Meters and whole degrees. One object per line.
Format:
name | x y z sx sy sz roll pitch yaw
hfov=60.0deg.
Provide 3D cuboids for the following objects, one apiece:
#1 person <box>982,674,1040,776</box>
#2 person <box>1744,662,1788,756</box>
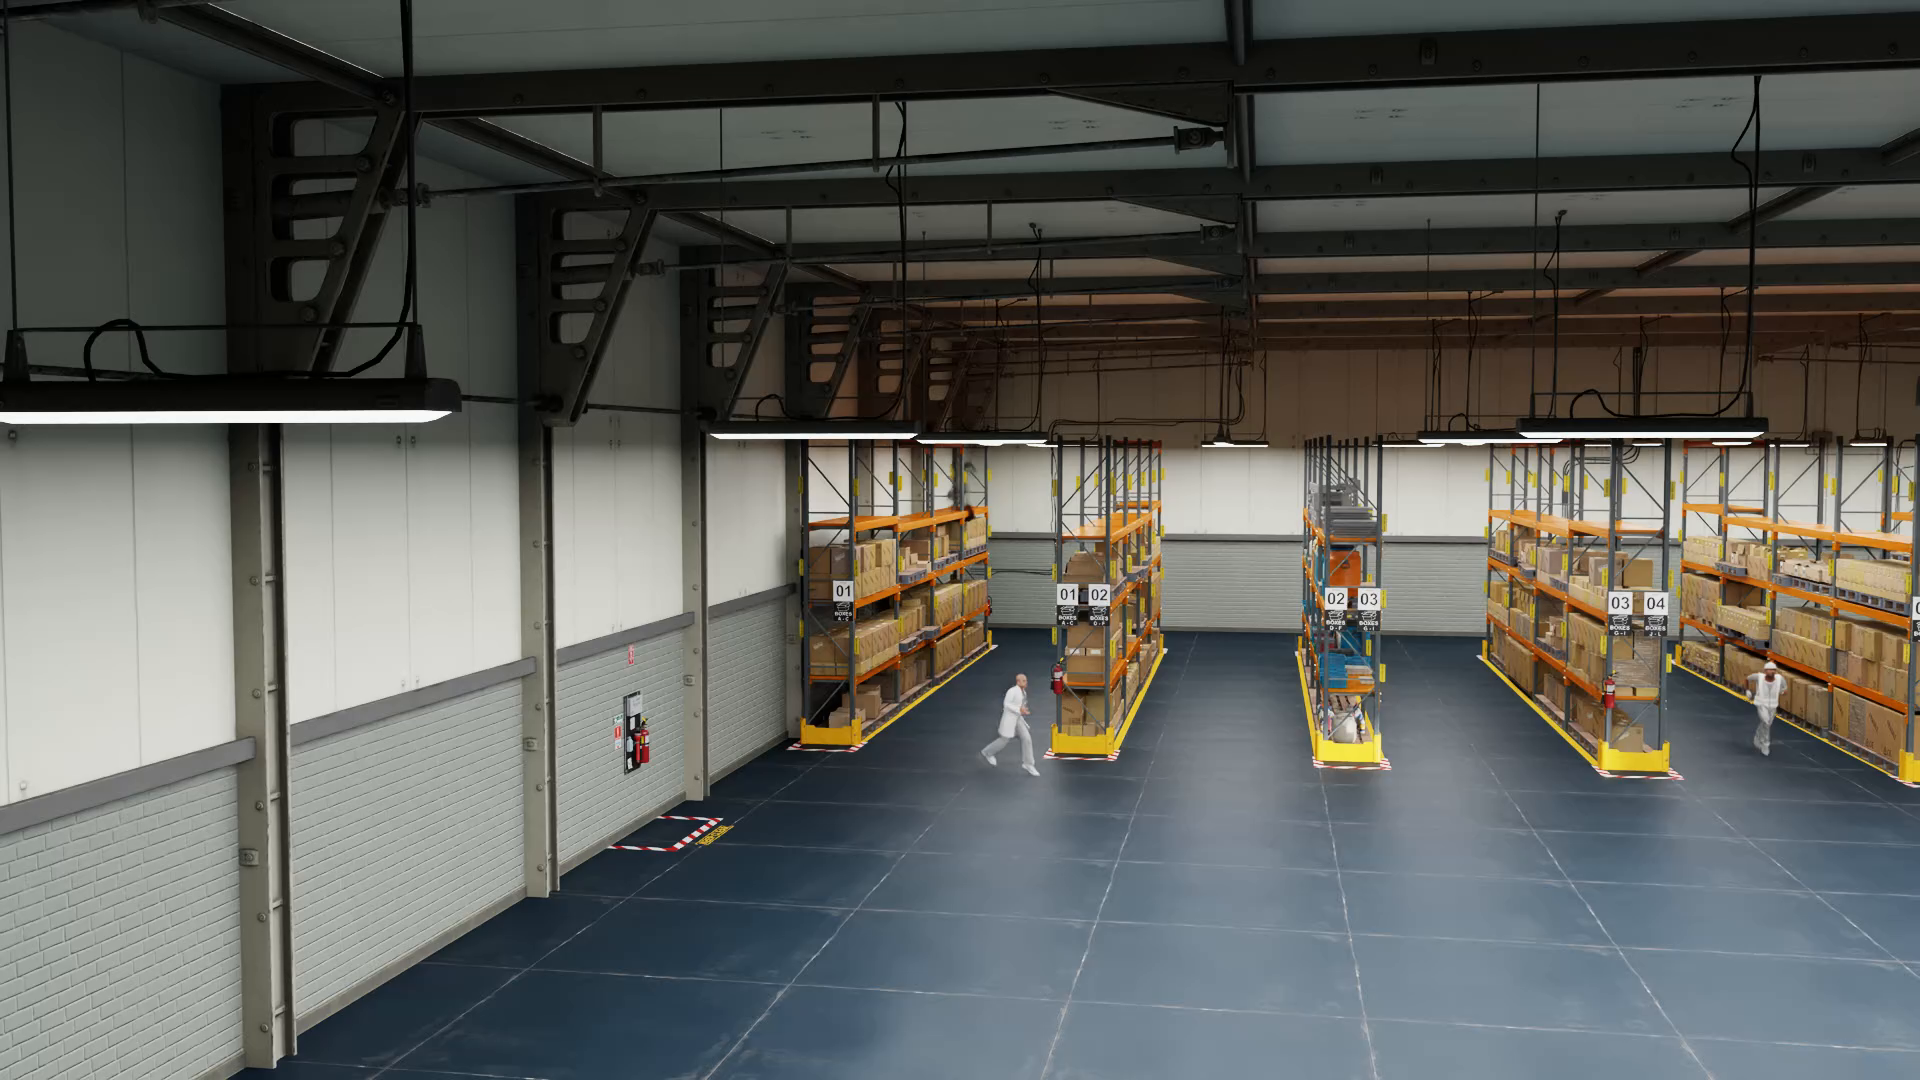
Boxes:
person | 0.890 3.253 29.514 1.179 1.786 0.711 2 4 37
person | 15.195 3.158 31.367 0.671 1.767 0.960 0 3 2
